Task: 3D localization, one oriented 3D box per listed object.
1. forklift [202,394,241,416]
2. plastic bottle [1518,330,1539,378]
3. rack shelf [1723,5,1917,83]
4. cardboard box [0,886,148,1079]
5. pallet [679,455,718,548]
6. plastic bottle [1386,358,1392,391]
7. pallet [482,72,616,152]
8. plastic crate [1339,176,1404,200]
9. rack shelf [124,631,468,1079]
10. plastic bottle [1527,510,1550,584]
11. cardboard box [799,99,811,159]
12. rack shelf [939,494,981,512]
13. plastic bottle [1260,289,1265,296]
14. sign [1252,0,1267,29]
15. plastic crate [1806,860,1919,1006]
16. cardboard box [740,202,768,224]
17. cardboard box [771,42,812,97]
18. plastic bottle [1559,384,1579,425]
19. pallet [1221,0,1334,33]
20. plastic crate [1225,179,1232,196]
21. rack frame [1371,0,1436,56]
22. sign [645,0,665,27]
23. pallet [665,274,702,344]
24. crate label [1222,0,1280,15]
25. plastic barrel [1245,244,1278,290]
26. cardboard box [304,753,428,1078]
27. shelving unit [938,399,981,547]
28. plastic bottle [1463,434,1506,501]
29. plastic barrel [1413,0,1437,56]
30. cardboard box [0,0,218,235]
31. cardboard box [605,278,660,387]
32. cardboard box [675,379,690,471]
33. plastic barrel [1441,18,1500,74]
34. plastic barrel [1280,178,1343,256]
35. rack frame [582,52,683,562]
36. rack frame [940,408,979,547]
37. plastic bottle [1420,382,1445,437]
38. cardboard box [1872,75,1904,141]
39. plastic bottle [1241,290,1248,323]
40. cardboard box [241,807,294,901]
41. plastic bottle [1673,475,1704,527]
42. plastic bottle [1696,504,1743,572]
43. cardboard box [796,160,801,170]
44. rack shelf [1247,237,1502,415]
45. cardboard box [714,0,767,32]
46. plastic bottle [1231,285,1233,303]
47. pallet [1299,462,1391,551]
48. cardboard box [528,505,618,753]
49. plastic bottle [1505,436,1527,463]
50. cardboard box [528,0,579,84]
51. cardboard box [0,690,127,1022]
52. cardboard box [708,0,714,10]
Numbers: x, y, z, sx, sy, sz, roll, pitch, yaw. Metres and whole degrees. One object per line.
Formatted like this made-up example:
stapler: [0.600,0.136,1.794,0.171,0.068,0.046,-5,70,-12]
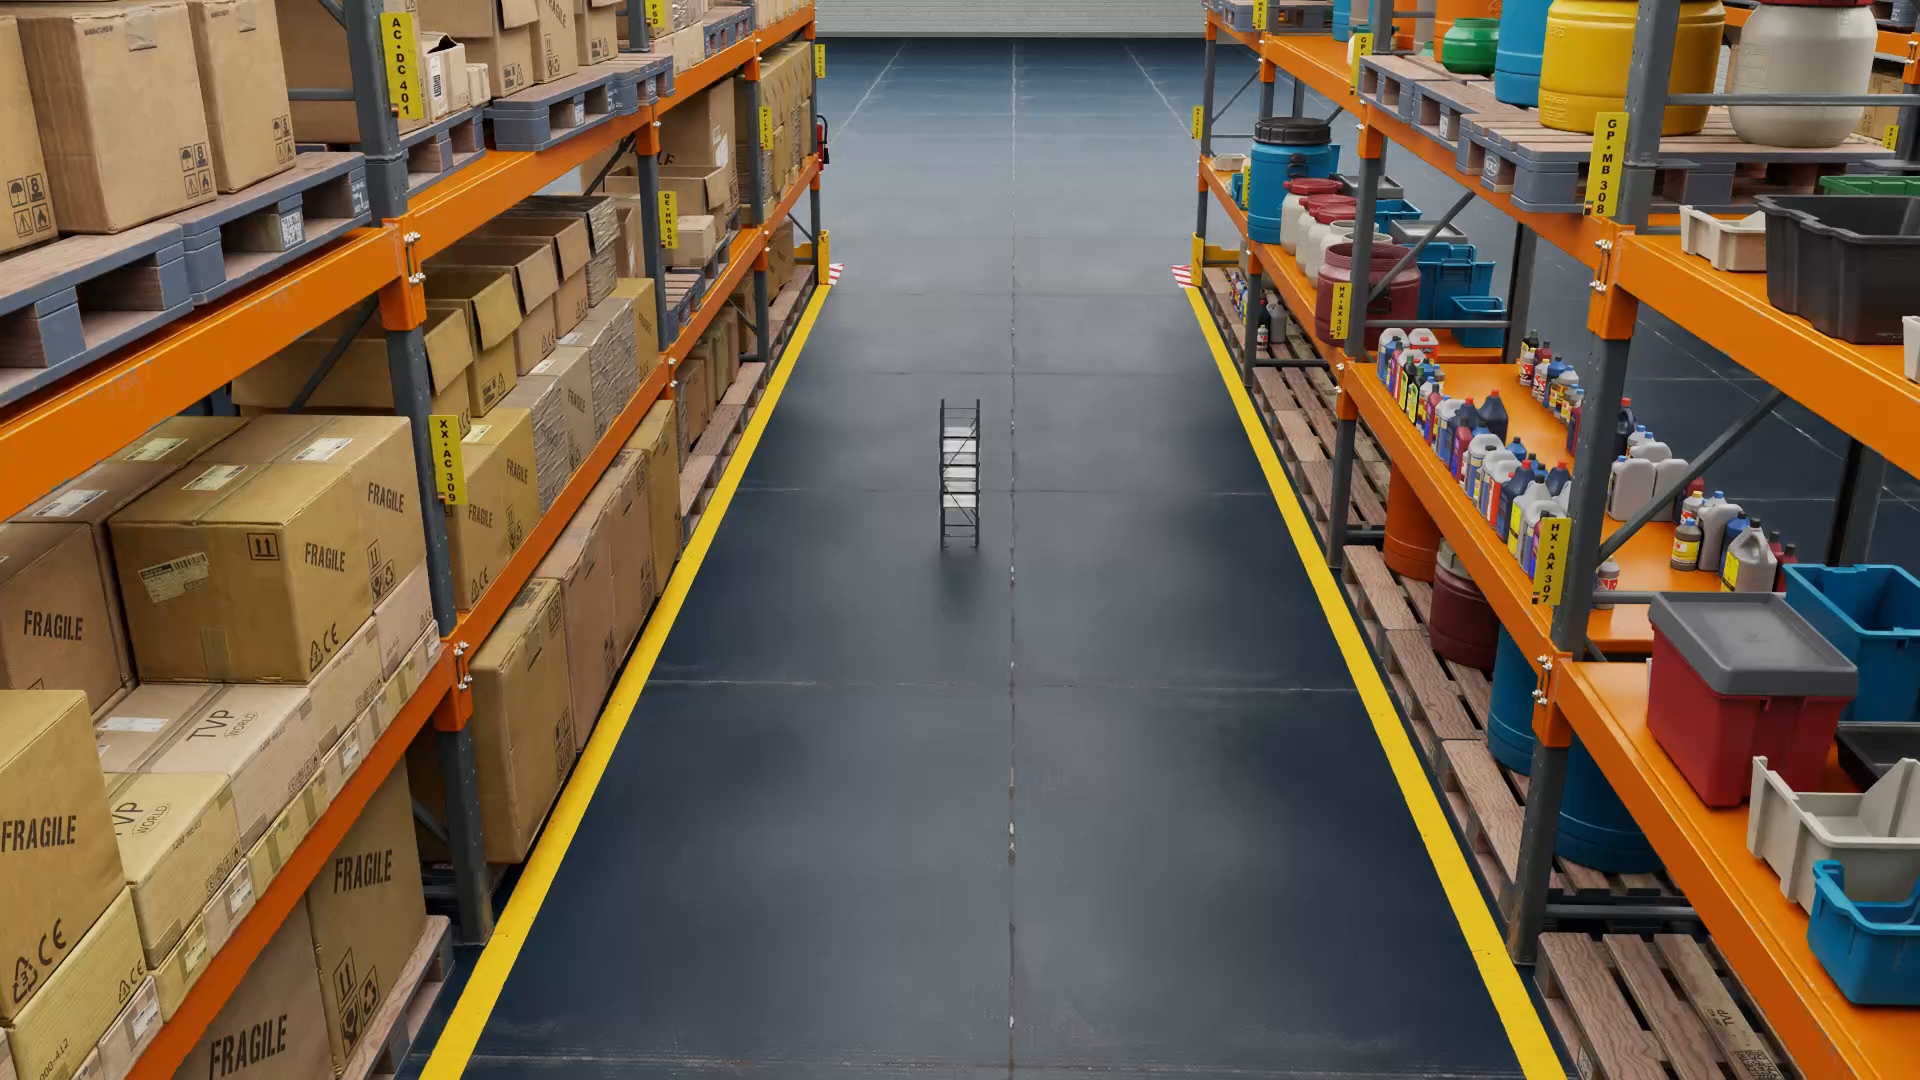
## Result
forklift: [-4.556,-1.794,11.100,1.130,2.935,3.031,1,21,2]
plastic bottle: [3.149,-1.029,9.196,0.061,0.283,0.133,1,21,2]
rack shelf: [7.868,-4.411,14.599,1.077,0.370,4.000,1,21,2]
cardboard box: [-2.147,0.994,3.615,0.500,0.250,0.500,0,21,0]
pallet: [-2.191,-0.272,10.937,1.003,0.211,1.213,1,21,2]
plastic bottle: [2.364,-0.912,9.008,0.097,0.201,0.097,0,21,0]
pallet: [-2.214,-1.962,7.552,1.003,0.211,1.213,2,21,4]
plastic crate: [3.147,-2.532,12.820,0.402,0.464,0.583,1,21,2]
rack shelf: [-2.399,1.216,4.244,1.077,0.370,4.000,1,21,2]
plastic bottle: [2.263,0.036,6.451,0.061,0.283,0.133,1,21,2]
cardboard box: [-1.912,-3.986,16.106,0.875,0.500,0.500,1,21,2]
rack shelf: [0.000,-0.218,10.436,0.258,0.077,0.200,1,21,2]
plastic bottle: [2.719,-2.100,14.940,0.061,0.283,0.133,1,21,2]
sign: [2.307,-4.093,12.773,0.100,0.325,0.005,1,21,2]
plastic crate: [2.297,0.963,4.050,0.416,0.233,0.300,1,21,2]
cardboard box: [-1.787,-2.693,13.669,0.380,0.149,0.250,1,21,2]
cardboard box: [-1.743,-4.631,16.387,0.500,0.500,0.500,1,21,2]
plastic bottle: [3.105,-0.690,8.435,0.097,0.201,0.097,0,21,0]
pallet: [2.780,-4.253,13.458,1.213,0.211,1.003,1,21,2]
plastic crate: [2.652,-3.148,14.860,0.530,0.136,0.437,1,21,2]
rack frame: [2.734,-4.031,8.479,1.000,3.000,0.127,1,21,2]
sign: [-1.662,-2.956,9.031,0.100,0.325,0.005,1,21,2]
pallet: [-2.301,-1.459,10.406,1.213,0.211,1.003,1,21,2]
crate label: [2.591,-4.783,14.768,0.502,0.251,0.408,1,21,2]
plastic barrel: [3.019,-2.743,16.310,0.421,0.512,0.421,0,21,0]
cardboard box: [-2.438,1.190,5.673,0.875,0.875,0.875,1,21,2]
shelving unit: [0.000,-0.417,10.359,0.258,0.900,0.210,1,21,2]
plastic bottle: [2.339,-0.323,7.387,0.152,0.276,0.135,1,21,2]
plastic barrel: [2.976,-3.161,9.690,0.600,0.901,0.600,0,21,0]
cardboard box: [-2.322,-1.052,4.090,0.700,0.500,0.500,2,21,4]
cardboard box: [-1.984,-1.155,9.220,0.500,0.500,0.500,1,21,3]
cardboard box: [-2.212,-0.772,11.219,0.700,0.500,0.500,-1,21,-3]
plastic barrel: [2.472,-2.376,7.993,0.294,0.245,0.294,0,21,0]
plastic barrel: [2.608,-2.401,12.382,0.433,0.535,0.433,0,21,0]
rack frame: [-2.216,-1.289,9.705,1.000,3.000,0.127,1,21,2]
rack frame: [-0.003,-0.380,10.264,0.240,0.900,0.006,1,21,2]
plastic bottle: [2.339,-0.646,8.225,0.097,0.271,0.097,0,21,0]
cardboard box: [7.814,-3.437,13.308,0.700,0.500,0.500,1,21,2]
plastic bottle: [2.612,-2.097,14.944,0.152,0.276,0.135,1,21,3]
cardboard box: [-2.058,0.853,4.532,0.380,0.149,0.250,0,21,1]
plastic bottle: [3.077,-0.183,7.015,0.061,0.283,0.133,1,21,2]
plastic bottle: [3.019,-0.026,6.621,0.152,0.276,0.135,1,21,2]
cardboard box: [-1.763,-3.688,16.233,0.380,0.149,0.250,1,21,2]
rack shelf: [2.795,-1.622,11.558,1.077,0.370,4.000,1,21,2]
cardboard box: [-1.825,-4.224,13.329,0.500,0.250,0.500,0,21,0]
plastic bottle: [2.608,-2.338,15.668,0.097,0.201,0.097,0,21,0]
pallet: [2.797,-0.214,10.789,1.003,0.211,1.213,1,21,2]
cardboard box: [-2.312,0.397,7.715,1.225,0.875,0.875,0,21,0]
plastic bottle: [2.464,-0.327,7.402,0.097,0.271,0.097,0,21,0]
cardboard box: [-2.101,-2.396,7.691,0.500,0.500,0.500,2,21,5]
cardboard box: [-2.150,0.646,3.476,0.500,0.500,0.500,0,21,0]
cardboard box: [-2.208,-4.209,12.360,0.797,0.503,0.637,0,21,-1]
